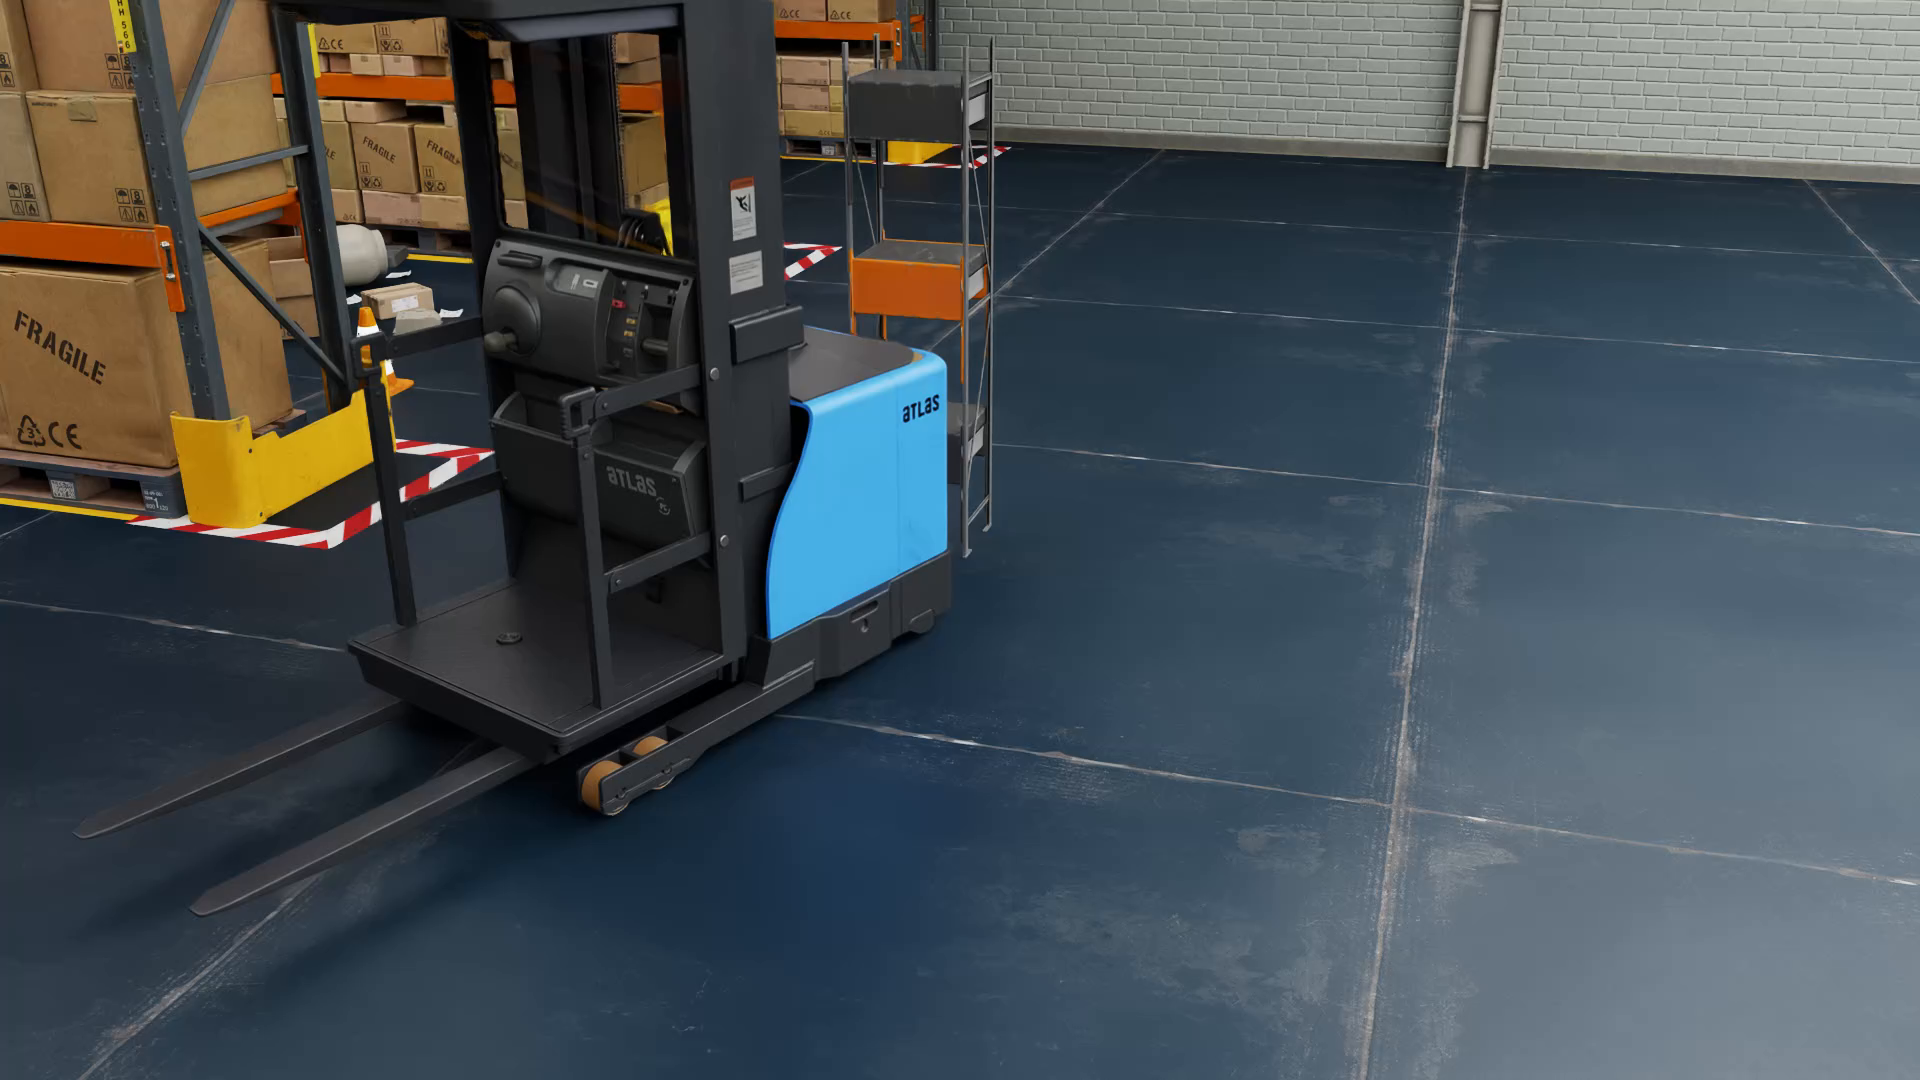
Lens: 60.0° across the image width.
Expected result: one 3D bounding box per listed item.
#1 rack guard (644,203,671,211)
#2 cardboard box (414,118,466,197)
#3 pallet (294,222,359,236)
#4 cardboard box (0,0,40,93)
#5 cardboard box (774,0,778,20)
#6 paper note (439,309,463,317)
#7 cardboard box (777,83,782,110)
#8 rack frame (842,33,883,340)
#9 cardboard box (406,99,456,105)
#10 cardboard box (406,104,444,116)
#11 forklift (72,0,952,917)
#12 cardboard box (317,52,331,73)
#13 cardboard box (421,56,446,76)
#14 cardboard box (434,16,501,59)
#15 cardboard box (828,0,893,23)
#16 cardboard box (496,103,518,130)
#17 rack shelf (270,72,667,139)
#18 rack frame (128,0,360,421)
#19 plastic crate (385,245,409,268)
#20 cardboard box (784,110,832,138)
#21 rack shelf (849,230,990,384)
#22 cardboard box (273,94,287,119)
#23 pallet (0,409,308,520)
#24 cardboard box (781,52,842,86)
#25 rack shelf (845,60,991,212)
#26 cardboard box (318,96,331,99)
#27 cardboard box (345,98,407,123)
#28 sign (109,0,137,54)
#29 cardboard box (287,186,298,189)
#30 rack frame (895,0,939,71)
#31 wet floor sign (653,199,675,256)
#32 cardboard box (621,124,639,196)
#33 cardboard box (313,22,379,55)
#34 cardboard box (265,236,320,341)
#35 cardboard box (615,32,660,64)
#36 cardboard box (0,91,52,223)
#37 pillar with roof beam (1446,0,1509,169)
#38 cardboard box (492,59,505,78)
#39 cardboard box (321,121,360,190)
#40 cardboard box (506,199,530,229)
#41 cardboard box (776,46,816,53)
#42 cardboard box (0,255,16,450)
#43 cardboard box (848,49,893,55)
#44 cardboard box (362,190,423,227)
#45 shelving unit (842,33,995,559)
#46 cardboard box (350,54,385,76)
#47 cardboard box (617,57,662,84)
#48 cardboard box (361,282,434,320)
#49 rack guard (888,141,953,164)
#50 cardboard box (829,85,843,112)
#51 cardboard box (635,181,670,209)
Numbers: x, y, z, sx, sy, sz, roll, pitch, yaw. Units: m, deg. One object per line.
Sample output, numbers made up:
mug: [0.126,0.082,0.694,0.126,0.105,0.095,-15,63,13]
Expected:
rack guard: [-1.917,-2.326,12.281,0.348,0.500,1.175,7,23,16]
cardboard box: [-3.669,-2.850,12.347,0.500,0.500,0.500,6,23,14]
pallet: [-5.021,-2.562,13.237,1.213,0.211,1.003,7,23,16]
cardboard box: [-4.075,-2.315,7.340,0.550,0.550,0.875,7,23,16]
cardboard box: [-1.946,-5.399,16.348,0.500,0.500,0.500,6,23,14]
paper note: [-3.325,-1.481,10.839,0.142,0.019,0.148,-1,22,-3]
cardboard box: [-1.948,-4.479,16.647,0.500,0.250,0.500,6,23,14]
rack frame: [-0.392,-1.016,6.981,0.015,2.100,0.400,7,23,16]
cardboard box: [-5.487,-4.953,17.968,0.625,0.625,0.875,6,23,15]
cardboard box: [-4.054,-3.104,12.965,0.500,0.500,0.500,8,24,18]
forklift: [-1.322,-0.710,5.138,1.130,2.935,3.031,16,27,34]
cardboard box: [-4.719,-3.578,12.372,0.250,0.149,0.380,7,23,17]
cardboard box: [-3.722,-3.496,12.170,0.250,0.149,0.380,7,23,16]
cardboard box: [-3.400,-3.730,11.887,0.500,0.500,0.500,6,23,15]
cardboard box: [-0.961,-5.283,16.064,0.500,0.500,0.500,6,23,14]
cardboard box: [-3.298,-3.081,12.055,0.250,0.149,0.380,7,23,16]
rack shelf: [-3.759,-3.360,12.457,4.000,0.370,1.077,7,23,16]
rack frame: [-3.178,-1.664,7.375,0.127,3.000,1.000,7,23,16]
plastic crate: [-4.408,-2.092,12.264,0.583,0.080,0.402,-1,22,-3]
cardboard box: [-1.429,-4.195,16.613,0.500,0.250,0.500,7,23,15]
rack shelf: [-0.158,-0.977,6.921,0.480,0.518,0.431,7,23,16]
cardboard box: [-5.085,-3.283,12.549,0.250,0.149,0.380,7,23,16]
pallet: [-3.966,-0.433,8.049,1.213,0.211,1.003,7,23,15]
cardboard box: [-1.436,-4.654,16.414,0.500,0.250,0.500,7,23,16]
rack shelf: [-0.158,-1.625,6.655,0.480,0.518,0.431,7,23,16]
cardboard box: [-6.852,-5.108,18.347,0.625,0.625,0.875,7,23,17]
cardboard box: [-4.334,-3.199,12.344,0.250,0.149,0.380,8,24,19]
sign: [-3.348,-2.114,6.633,0.005,0.325,0.100,7,23,16]
cardboard box: [-5.187,-2.672,12.901,0.500,0.250,0.500,5,23,13]
rack frame: [-0.414,-5.278,16.184,0.127,3.000,1.000,7,23,16]
wet floor sign: [-1.972,-1.975,11.235,0.232,0.644,0.267,16,27,34]
cardboard box: [-2.687,-2.736,12.069,0.500,0.500,0.500,7,23,16]
cardboard box: [-4.369,-3.840,12.156,0.500,0.500,0.500,6,23,15]
cardboard box: [-4.258,-1.592,10.487,0.637,0.503,0.797,-9,24,-21]
cardboard box: [-2.444,-3.617,11.612,0.500,0.500,0.500,6,23,15]
cardboard box: [-4.079,-1.810,7.533,0.550,0.550,0.875,7,23,16]
pillar with roof beam: [3.680,-6.235,10.613,0.400,9.000,9.100,7,23,16]
cardboard box: [-3.238,-3.441,12.037,0.250,0.149,0.380,7,23,16]
cardboard box: [-4.671,-2.964,12.626,0.500,0.500,0.500,8,23,18]
cardboard box: [-3.190,-2.447,12.352,0.500,0.250,0.500,7,23,16]
cardboard box: [-1.775,-4.896,17.006,0.500,0.250,0.500,6,23,15]
cardboard box: [-4.689,-1.022,8.055,0.875,0.875,0.875,6,23,15]
cardboard box: [-0.820,-4.784,16.733,0.500,0.250,0.500,6,23,15]
cardboard box: [-4.164,-2.560,12.629,0.500,0.250,0.500,6,23,15]
shelving unit: [-0.158,-0.990,6.916,0.503,2.100,0.431,7,23,16]
cardboard box: [-4.243,-3.501,12.185,0.250,0.149,0.380,7,23,16]
cardboard box: [-2.264,-3.321,11.745,0.250,0.149,0.380,7,23,17]
cardboard box: [-3.682,-1.565,10.888,0.380,0.149,0.250,-20,29,-39]
rack guard: [-0.391,-4.119,16.652,0.348,0.500,1.175,7,23,16]
cardboard box: [-0.971,-4.371,16.385,0.500,0.250,0.500,6,23,15]
cardboard box: [-2.537,-2.585,12.689,0.500,0.250,0.500,6,23,15]
